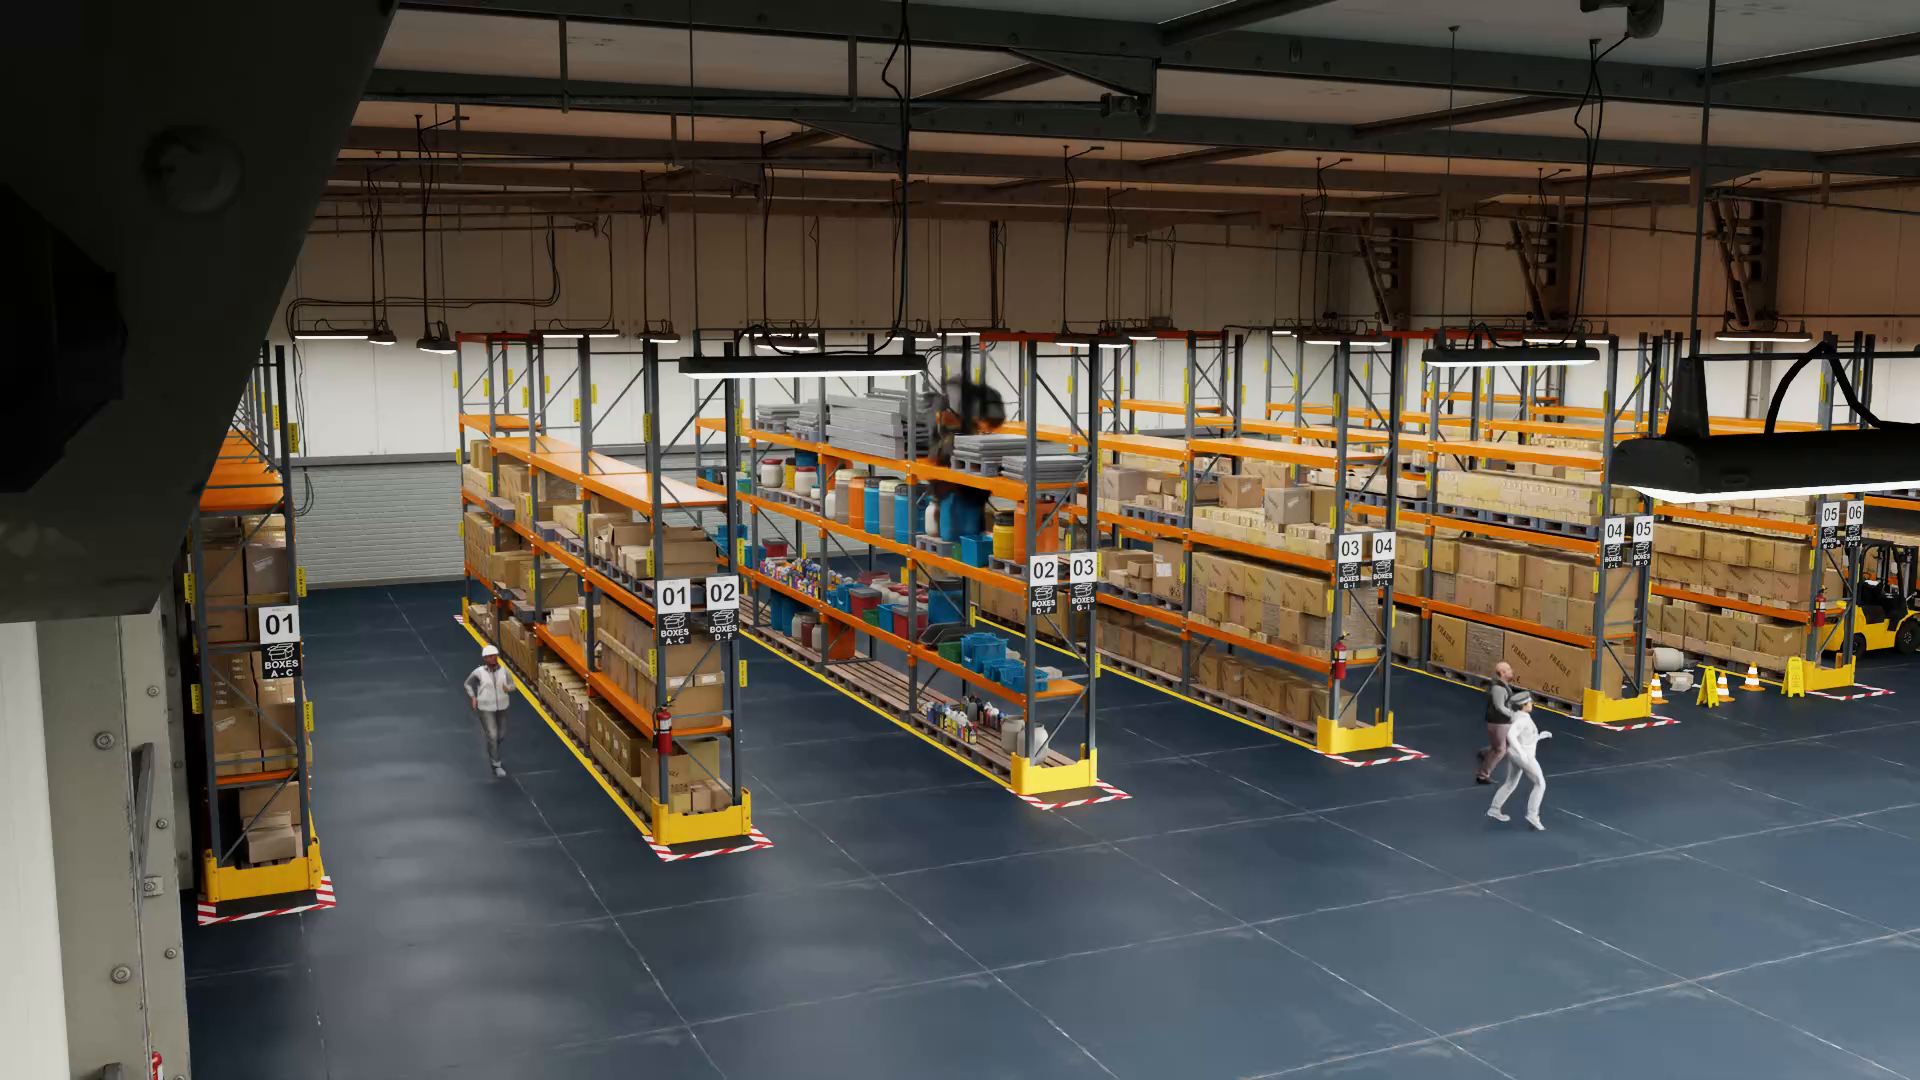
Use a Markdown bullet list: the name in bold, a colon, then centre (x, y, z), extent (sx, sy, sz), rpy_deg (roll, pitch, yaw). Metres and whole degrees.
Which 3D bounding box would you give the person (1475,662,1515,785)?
- **person**: centre (7.350, 2.475, 22.548), extent (0.631, 1.682, 0.684), rpy_deg (3, 8, 21)

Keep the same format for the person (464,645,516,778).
- **person**: centre (-6.477, 2.331, 23.063), extent (0.656, 1.758, 0.969), rpy_deg (-6, 10, -36)

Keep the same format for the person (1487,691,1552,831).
- **person**: centre (6.959, 2.730, 20.594), extent (0.724, 1.753, 0.578), rpy_deg (0, 8, 0)
